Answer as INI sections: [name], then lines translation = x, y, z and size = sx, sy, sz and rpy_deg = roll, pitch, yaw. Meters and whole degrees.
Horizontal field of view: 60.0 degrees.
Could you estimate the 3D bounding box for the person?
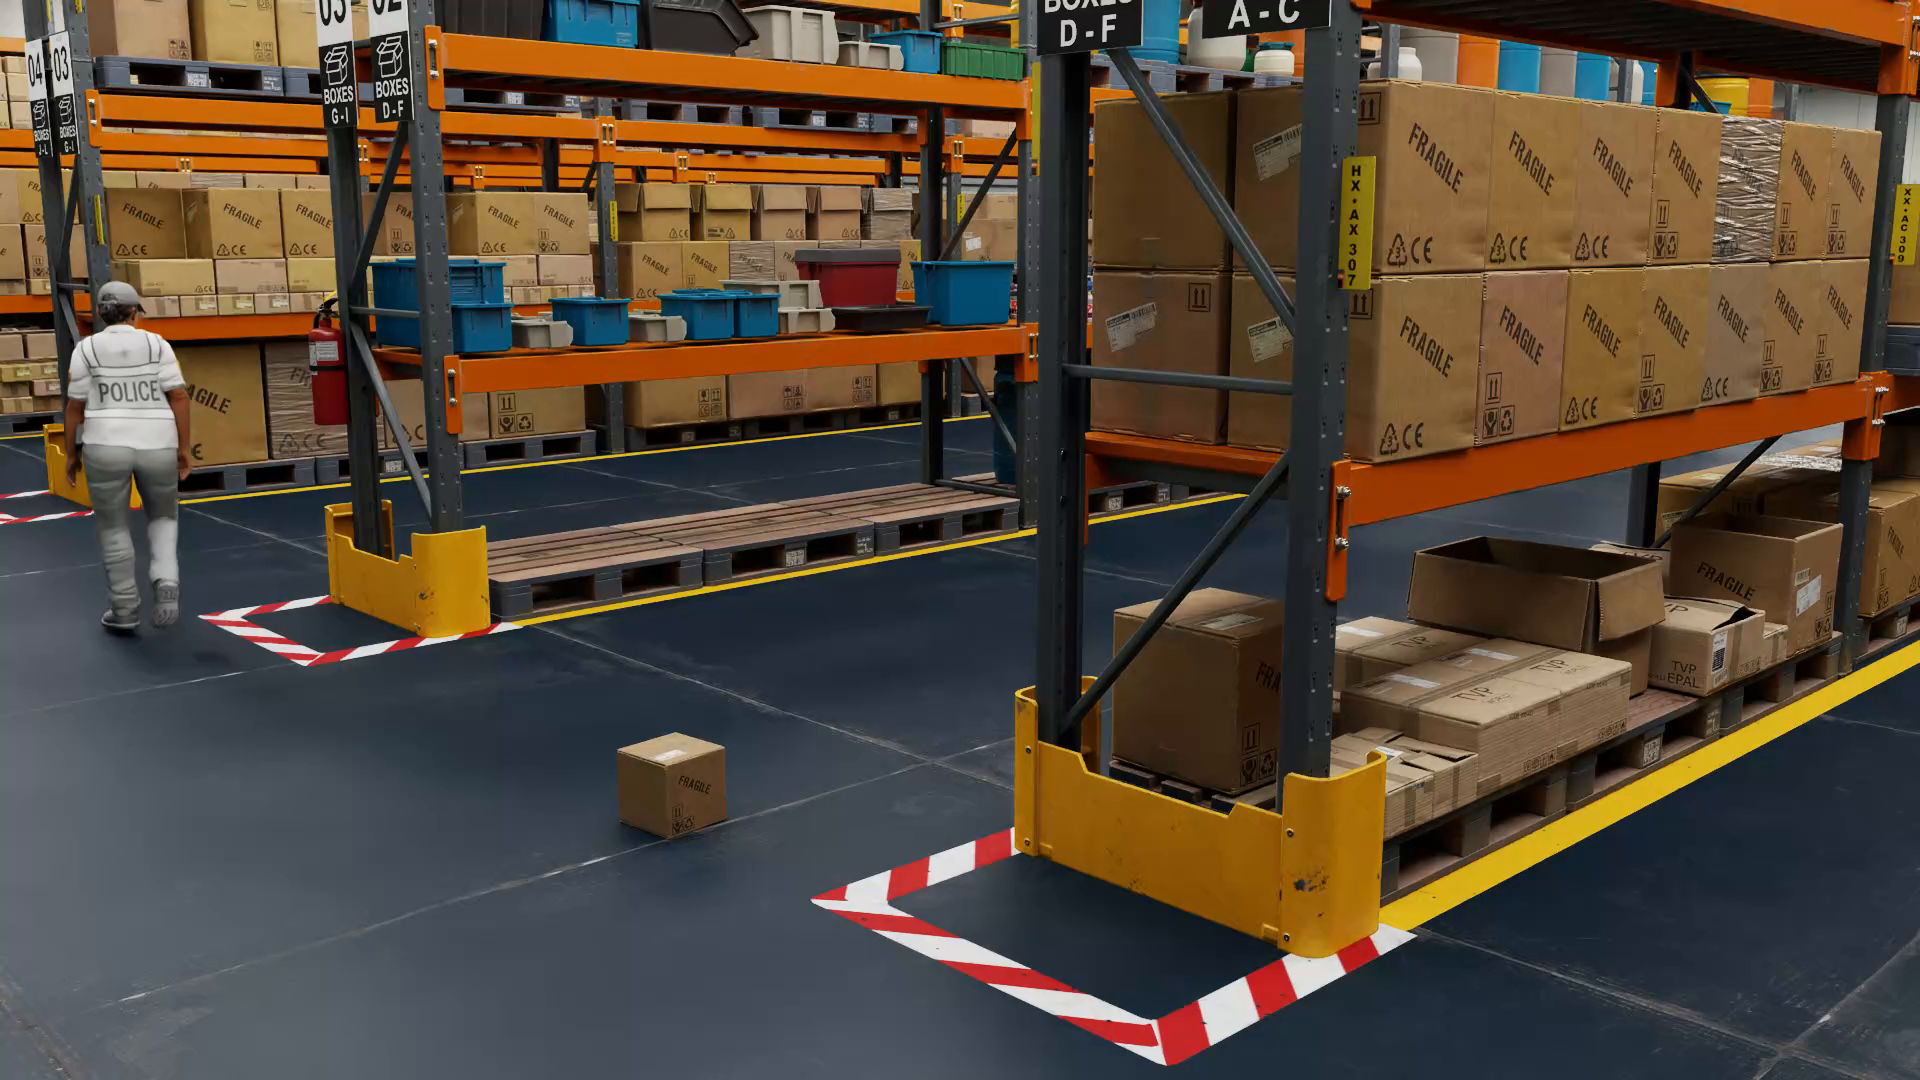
[person]
translation = -3.953, -0.393, 7.935
size = 0.530, 1.664, 0.458
rpy_deg = -8, 13, -36
